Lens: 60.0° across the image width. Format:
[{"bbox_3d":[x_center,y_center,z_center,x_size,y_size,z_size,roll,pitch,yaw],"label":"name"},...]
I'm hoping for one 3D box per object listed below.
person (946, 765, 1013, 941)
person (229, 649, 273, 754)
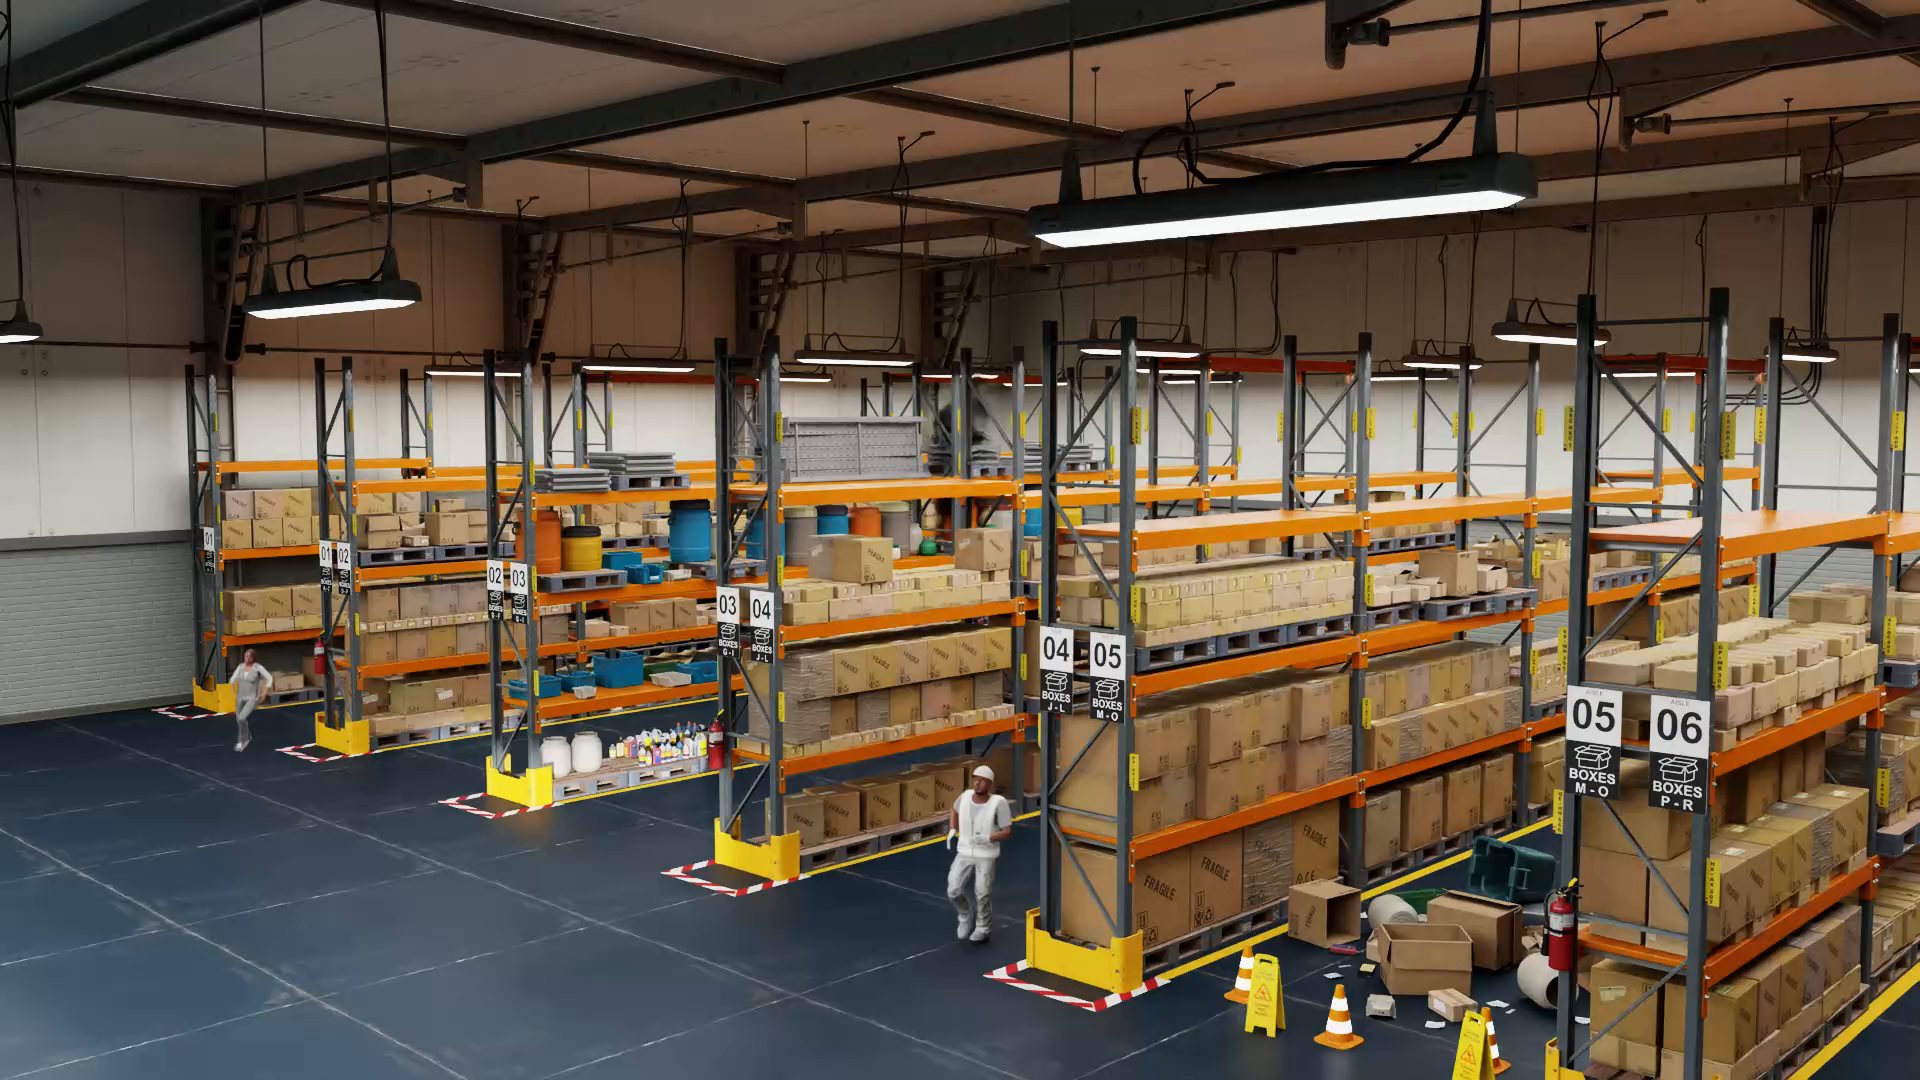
[{"bbox_3d":[0.166,3.053,16.123,0.707,1.730,0.608,2,5,19],"label":"person"},{"bbox_3d":[-10.838,2.445,25.348,0.604,1.585,0.612,1,4,8],"label":"person"}]
